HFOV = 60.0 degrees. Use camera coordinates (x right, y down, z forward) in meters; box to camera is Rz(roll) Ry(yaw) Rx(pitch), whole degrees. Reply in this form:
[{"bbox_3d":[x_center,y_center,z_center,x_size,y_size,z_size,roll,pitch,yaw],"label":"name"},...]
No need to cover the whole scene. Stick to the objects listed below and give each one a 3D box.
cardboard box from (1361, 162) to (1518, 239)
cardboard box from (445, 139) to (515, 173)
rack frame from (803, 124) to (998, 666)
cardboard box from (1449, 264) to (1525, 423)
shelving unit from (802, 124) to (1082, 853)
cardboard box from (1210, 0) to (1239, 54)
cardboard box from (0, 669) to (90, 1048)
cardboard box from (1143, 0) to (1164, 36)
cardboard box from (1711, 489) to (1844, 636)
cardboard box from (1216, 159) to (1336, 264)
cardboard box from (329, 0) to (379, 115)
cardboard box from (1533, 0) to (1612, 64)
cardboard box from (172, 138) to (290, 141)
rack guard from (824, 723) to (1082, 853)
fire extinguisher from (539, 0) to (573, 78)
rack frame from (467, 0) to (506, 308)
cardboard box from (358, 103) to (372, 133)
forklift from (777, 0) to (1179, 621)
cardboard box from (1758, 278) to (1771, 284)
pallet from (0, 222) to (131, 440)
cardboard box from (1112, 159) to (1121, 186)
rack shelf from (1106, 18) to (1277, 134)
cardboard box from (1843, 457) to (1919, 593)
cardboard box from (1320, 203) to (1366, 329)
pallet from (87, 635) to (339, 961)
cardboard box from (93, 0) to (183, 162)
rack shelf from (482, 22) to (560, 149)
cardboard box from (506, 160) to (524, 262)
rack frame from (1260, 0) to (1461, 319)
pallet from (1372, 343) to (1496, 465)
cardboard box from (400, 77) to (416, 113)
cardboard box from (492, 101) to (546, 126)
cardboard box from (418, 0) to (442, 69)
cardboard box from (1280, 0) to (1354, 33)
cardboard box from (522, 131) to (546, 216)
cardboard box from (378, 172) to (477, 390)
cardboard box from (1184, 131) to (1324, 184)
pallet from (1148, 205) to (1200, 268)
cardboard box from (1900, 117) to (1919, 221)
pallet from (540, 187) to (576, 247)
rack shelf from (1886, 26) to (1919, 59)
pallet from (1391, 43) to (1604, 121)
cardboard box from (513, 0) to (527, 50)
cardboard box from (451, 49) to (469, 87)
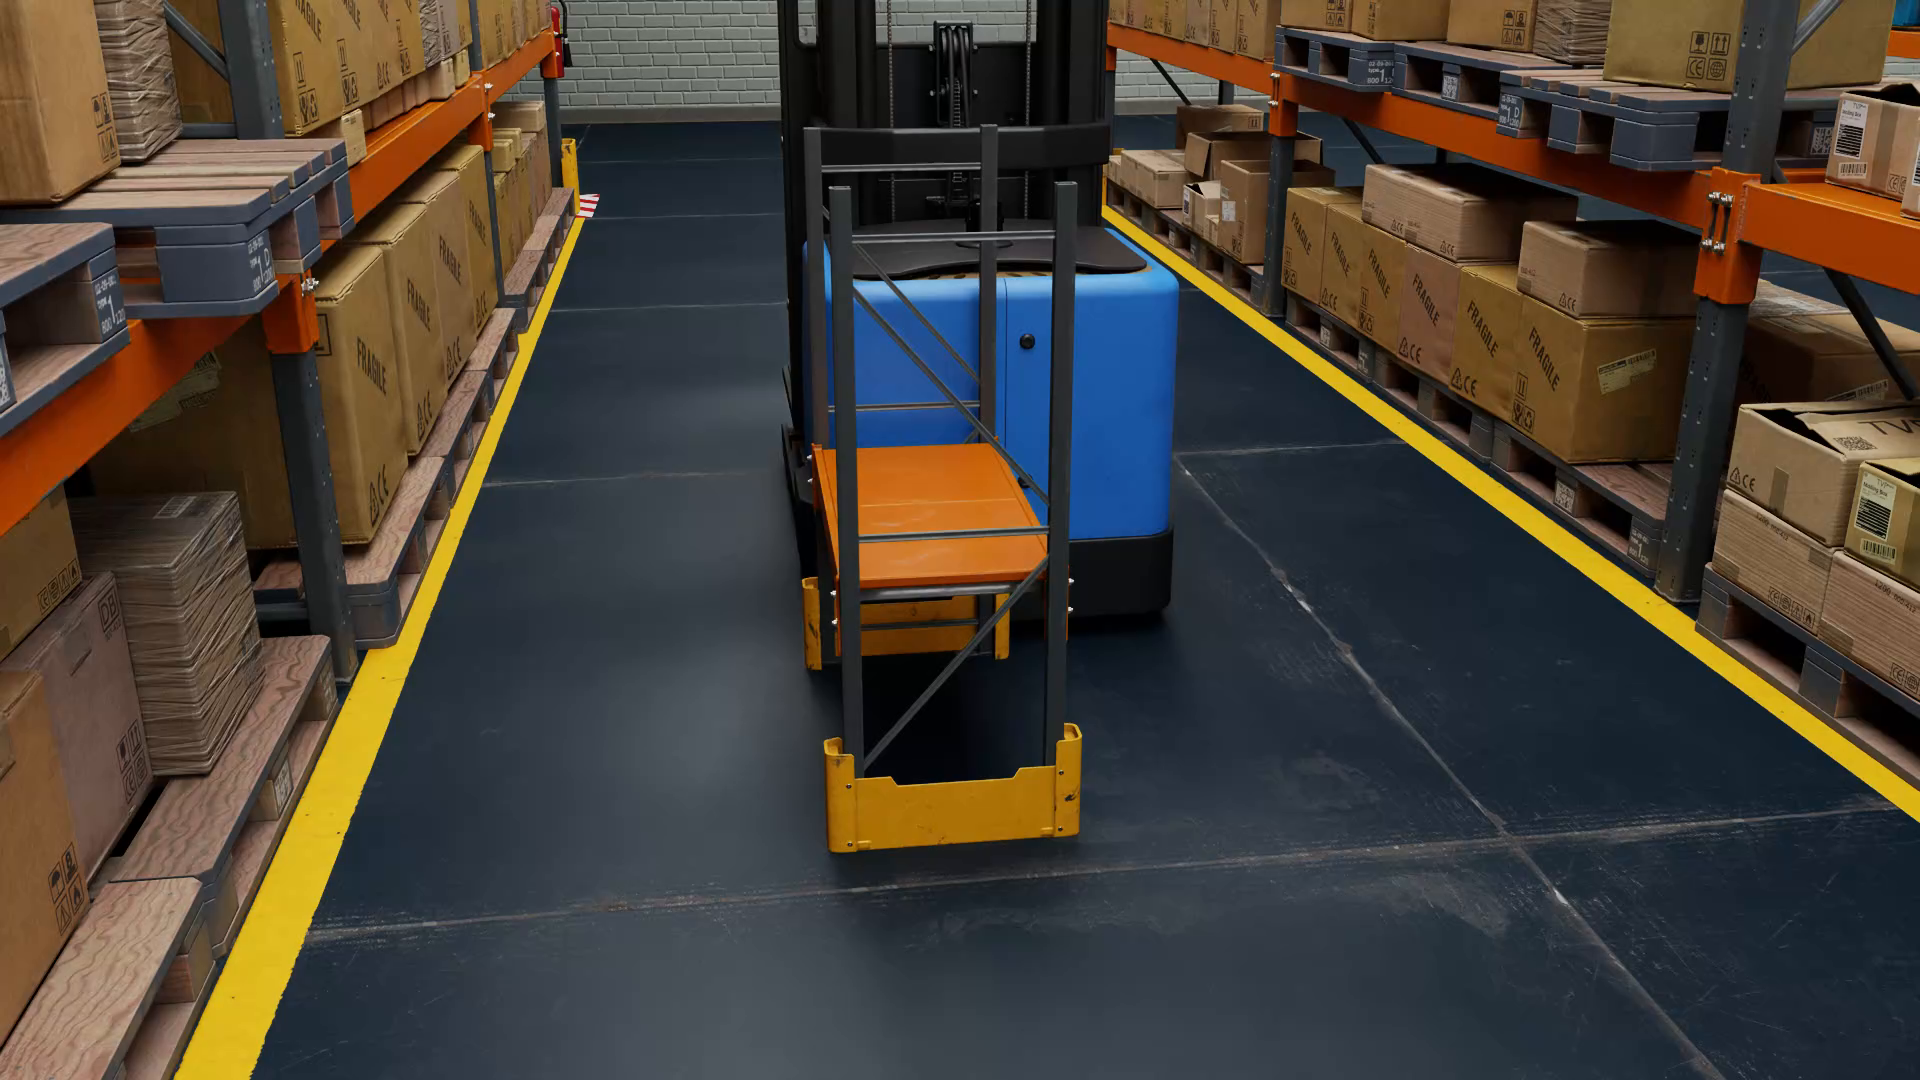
[{"bbox_3d":[2.098,-1.491,7.294,0.500,0.250,0.500,-3,21,-8],"label":"cardboard box"},{"bbox_3d":[-2.651,-2.101,9.100,0.380,0.149,0.250,-2,21,-6],"label":"cardboard box"},{"bbox_3d":[-0.152,-0.361,4.539,0.500,1.500,0.032,-3,21,-7],"label":"rack frame"},{"bbox_3d":[2.261,-0.772,6.441,0.500,0.500,0.500,-4,21,-10],"label":"cardboard box"},{"bbox_3d":[-0.084,-0.188,4.075,0.587,1.500,1.083,-3,21,-7],"label":"shelving unit"},{"bbox_3d":[1.724,-3.016,9.362,0.500,0.500,0.500,-2,21,-6],"label":"cardboard box"},{"bbox_3d":[-1.985,0.571,2.843,0.700,0.500,0.500,-3,21,-8],"label":"cardboard box"},{"bbox_3d":[1.501,-3.544,10.774,0.500,0.500,0.500,-3,21,-8],"label":"cardboard box"},{"bbox_3d":[2.487,0.041,4.648,0.500,0.250,0.500,-3,21,-8],"label":"cardboard box"},{"bbox_3d":[1.763,-1.849,9.324,0.500,0.500,0.500,-3,21,-8],"label":"cardboard box"},{"bbox_3d":[-2.082,-1.553,4.991,0.500,0.500,0.500,-2,21,-6],"label":"cardboard box"},{"bbox_3d":[2.557,-2.028,6.116,0.700,0.500,0.500,1,20,2],"label":"cardboard box"},{"bbox_3d":[-2.017,-1.012,4.470,0.380,0.149,0.250,-3,21,-9],"label":"cardboard box"},{"bbox_3d":[-0.015,0.570,3.832,0.587,0.250,0.087,-3,21,-7],"label":"rack guard"},{"bbox_3d":[-2.918,-3.629,11.790,0.296,0.674,0.183,-3,21,-8],"label":"fire extinguisher"},{"bbox_3d":[-2.776,-2.380,7.801,1.000,3.000,0.127,-3,21,-8],"label":"rack frame"},{"bbox_3d":[-2.231,-1.456,5.659,0.380,0.149,0.250,-3,21,-7],"label":"cardboard box"},{"bbox_3d":[-0.092,-1.591,5.787,1.130,2.935,3.031,-3,21,-8],"label":"forklift"},{"bbox_3d":[2.771,-0.808,6.536,0.500,0.500,0.500,-3,21,-8],"label":"cardboard box"},{"bbox_3d":[-1.873,-0.222,2.297,1.003,0.211,1.213,-3,21,-8],"label":"pallet"},{"bbox_3d":[1.305,-2.646,11.934,0.380,0.166,0.250,-3,21,-8],"label":"cardboard box"},{"bbox_3d":[1.837,-2.986,10.453,1.077,0.370,4.000,-3,21,-8],"label":"rack shelf"},{"bbox_3d":[2.571,-0.040,4.064,0.500,0.311,0.500,-3,21,-9],"label":"cardboard box"},{"bbox_3d":[2.042,-1.302,7.859,0.500,0.500,0.500,-3,21,-7],"label":"cardboard box"},{"bbox_3d":[-2.088,0.582,3.856,1.003,0.211,1.213,-3,21,-8],"label":"pallet"},{"bbox_3d":[-2.122,-1.086,3.564,0.700,0.500,0.500,-5,21,-14],"label":"cardboard box"},{"bbox_3d":[-3.064,-2.735,9.781,1.077,0.370,4.000,-3,21,-8],"label":"rack shelf"},{"bbox_3d":[-2.851,-1.844,9.338,0.700,0.500,0.500,-3,21,-8],"label":"cardboard box"},{"bbox_3d":[2.126,-2.631,8.473,1.000,3.000,0.127,-3,21,-8],"label":"rack frame"},{"bbox_3d":[2.459,-0.622,7.079,1.003,0.211,1.213,-3,21,-8],"label":"pallet"},{"bbox_3d":[-2.307,-1.727,6.383,0.380,0.149,0.250,-3,21,-9],"label":"cardboard box"},{"bbox_3d":[-2.954,-2.822,11.029,0.380,0.149,0.250,-3,21,-8],"label":"cardboard box"},{"bbox_3d":[-2.313,-2.078,6.396,0.500,0.500,0.500,-3,21,-8],"label":"cardboard box"},{"bbox_3d":[1.973,-2.699,7.913,0.700,0.500,0.500,-10,23,-26],"label":"cardboard box"},{"bbox_3d":[-3.080,-2.380,10.774,0.700,0.500,0.500,-3,21,-8],"label":"cardboard box"},{"bbox_3d":[-2.422,-1.043,6.695,0.750,0.750,0.750,-2,21,-6],"label":"cardboard box"},{"bbox_3d":[1.850,-2.318,10.574,0.797,0.503,0.637,-3,21,-8],"label":"cardboard box"},{"bbox_3d":[1.848,-1.986,10.731,1.003,0.211,1.213,-3,21,-8],"label":"pallet"},{"bbox_3d":[2.639,-0.885,3.926,0.500,0.311,0.500,-3,21,-8],"label":"cardboard box"},{"bbox_3d":[-3.160,-2.186,11.266,1.003,0.211,1.213,-3,21,-8],"label":"pallet"},{"bbox_3d":[6.739,-3.235,11.119,1.077,0.370,4.000,-3,21,-8],"label":"rack shelf"},{"bbox_3d":[2.417,-1.829,6.601,1.003,0.211,1.213,-3,21,-8],"label":"pallet"},{"bbox_3d":[-3.052,-3.213,9.604,0.980,0.700,0.700,-4,21,-10],"label":"cardboard box"},{"bbox_3d":[-2.387,-2.083,7.335,0.380,0.149,0.250,-3,21,-7],"label":"cardboard box"}]
